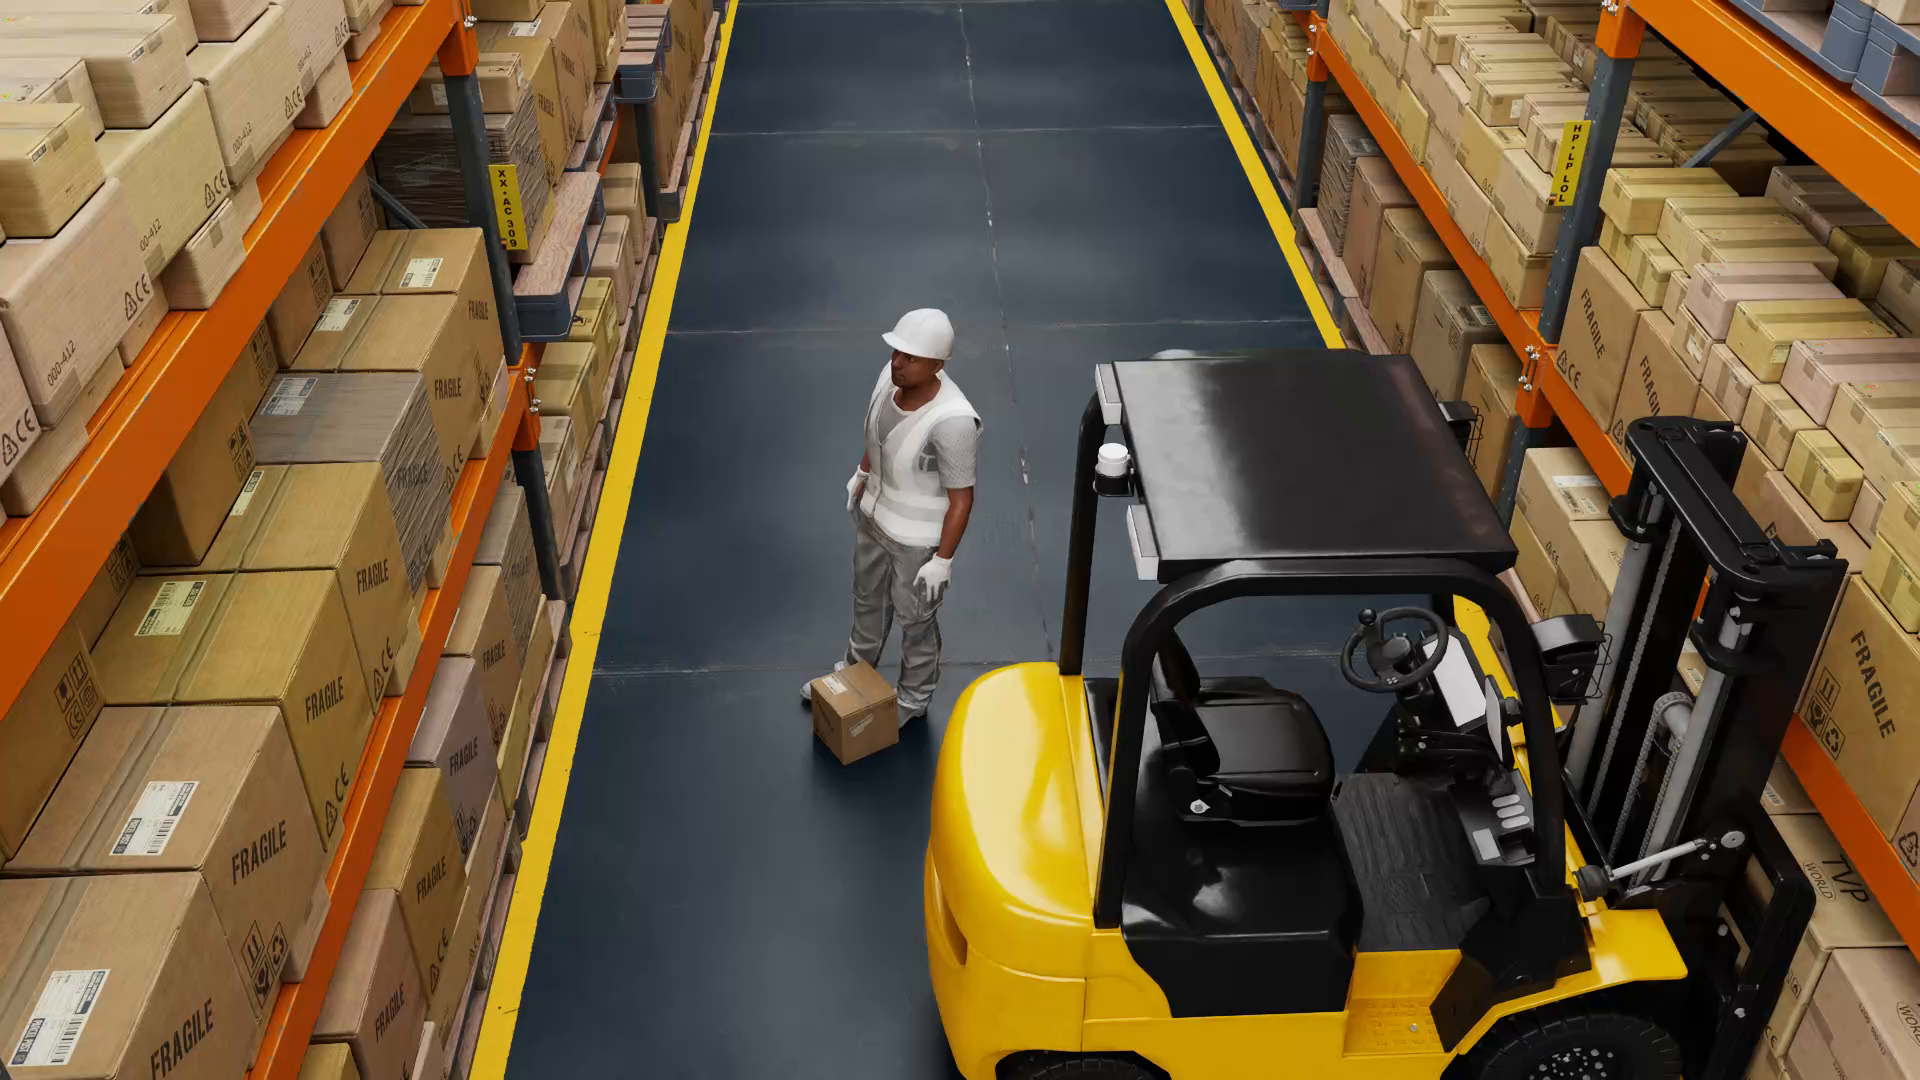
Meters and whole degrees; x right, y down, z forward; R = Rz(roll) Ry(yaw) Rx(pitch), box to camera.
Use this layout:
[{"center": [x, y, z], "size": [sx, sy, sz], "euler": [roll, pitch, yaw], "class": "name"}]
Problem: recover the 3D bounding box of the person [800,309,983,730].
[{"center": [-0.259, -0.036, 6.165], "size": [0.576, 1.784, 0.656], "euler": [-19, 39, -25], "class": "person"}]
